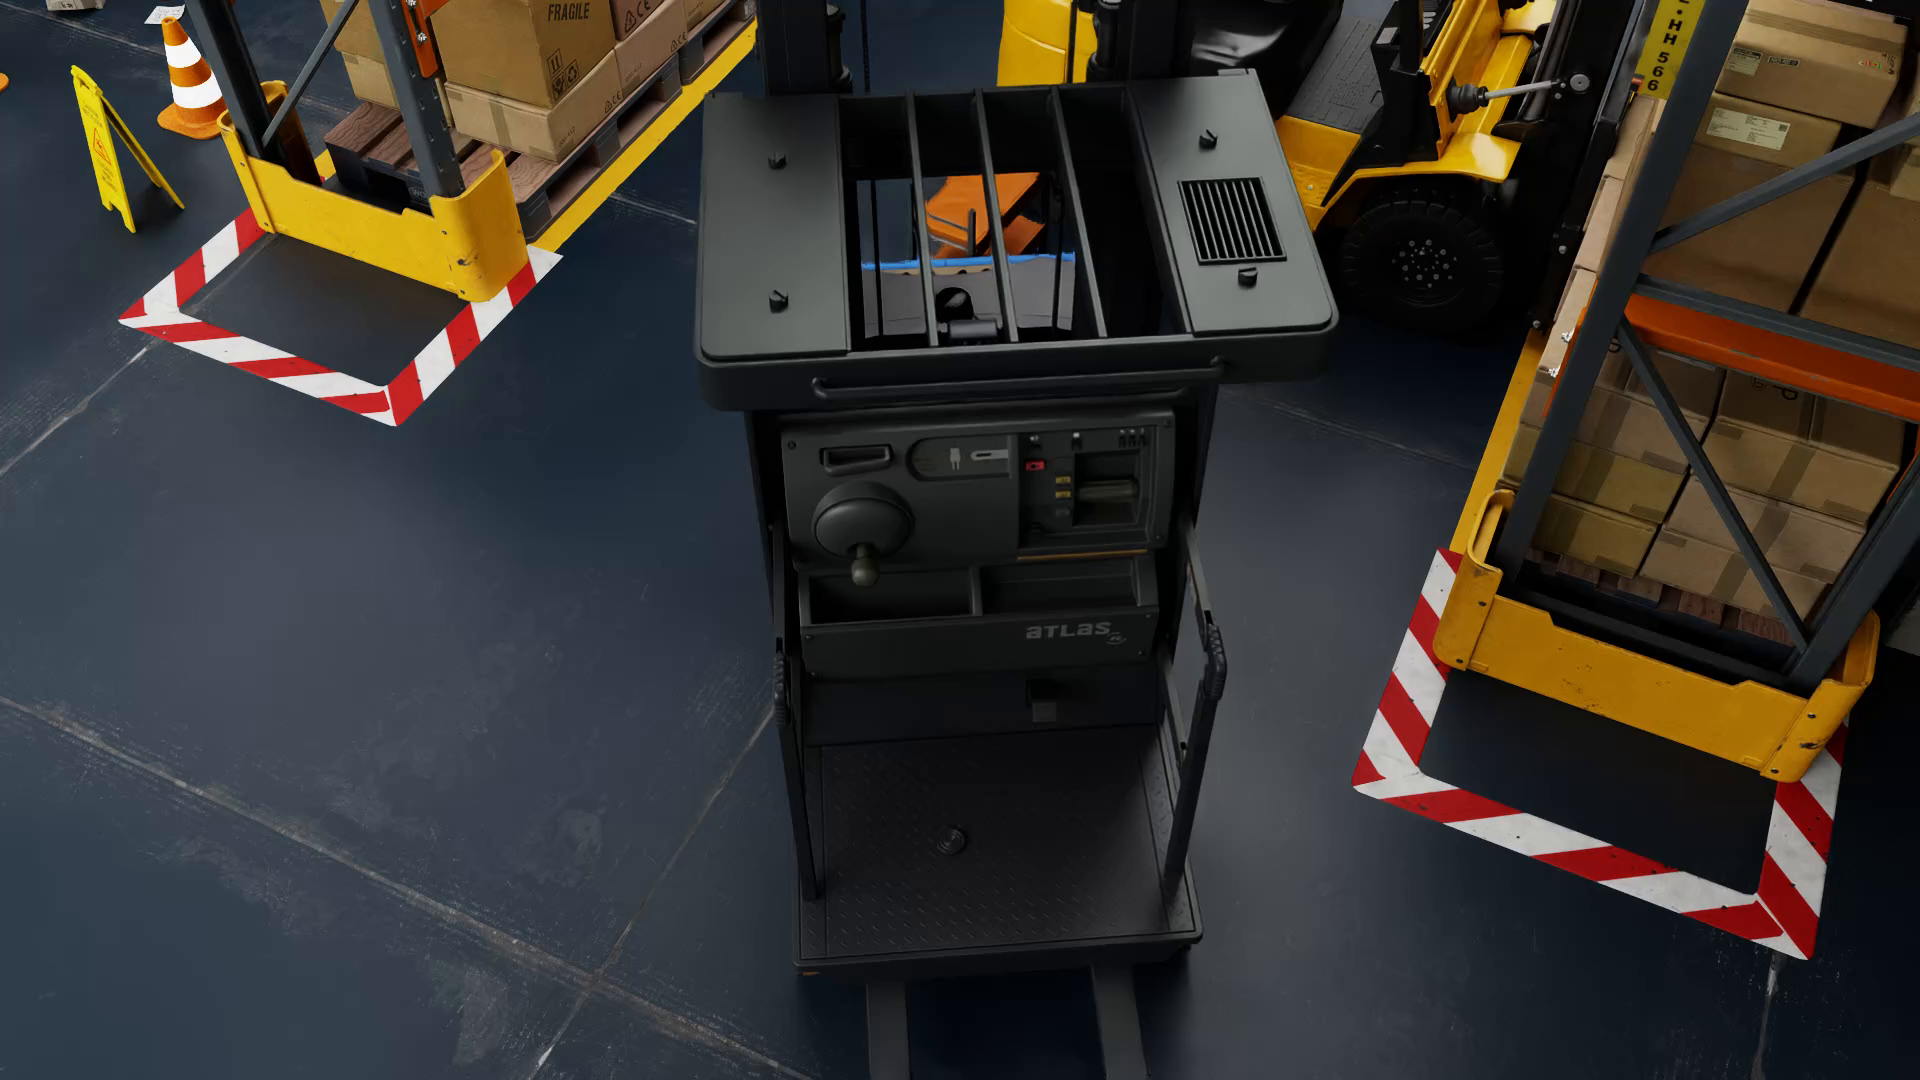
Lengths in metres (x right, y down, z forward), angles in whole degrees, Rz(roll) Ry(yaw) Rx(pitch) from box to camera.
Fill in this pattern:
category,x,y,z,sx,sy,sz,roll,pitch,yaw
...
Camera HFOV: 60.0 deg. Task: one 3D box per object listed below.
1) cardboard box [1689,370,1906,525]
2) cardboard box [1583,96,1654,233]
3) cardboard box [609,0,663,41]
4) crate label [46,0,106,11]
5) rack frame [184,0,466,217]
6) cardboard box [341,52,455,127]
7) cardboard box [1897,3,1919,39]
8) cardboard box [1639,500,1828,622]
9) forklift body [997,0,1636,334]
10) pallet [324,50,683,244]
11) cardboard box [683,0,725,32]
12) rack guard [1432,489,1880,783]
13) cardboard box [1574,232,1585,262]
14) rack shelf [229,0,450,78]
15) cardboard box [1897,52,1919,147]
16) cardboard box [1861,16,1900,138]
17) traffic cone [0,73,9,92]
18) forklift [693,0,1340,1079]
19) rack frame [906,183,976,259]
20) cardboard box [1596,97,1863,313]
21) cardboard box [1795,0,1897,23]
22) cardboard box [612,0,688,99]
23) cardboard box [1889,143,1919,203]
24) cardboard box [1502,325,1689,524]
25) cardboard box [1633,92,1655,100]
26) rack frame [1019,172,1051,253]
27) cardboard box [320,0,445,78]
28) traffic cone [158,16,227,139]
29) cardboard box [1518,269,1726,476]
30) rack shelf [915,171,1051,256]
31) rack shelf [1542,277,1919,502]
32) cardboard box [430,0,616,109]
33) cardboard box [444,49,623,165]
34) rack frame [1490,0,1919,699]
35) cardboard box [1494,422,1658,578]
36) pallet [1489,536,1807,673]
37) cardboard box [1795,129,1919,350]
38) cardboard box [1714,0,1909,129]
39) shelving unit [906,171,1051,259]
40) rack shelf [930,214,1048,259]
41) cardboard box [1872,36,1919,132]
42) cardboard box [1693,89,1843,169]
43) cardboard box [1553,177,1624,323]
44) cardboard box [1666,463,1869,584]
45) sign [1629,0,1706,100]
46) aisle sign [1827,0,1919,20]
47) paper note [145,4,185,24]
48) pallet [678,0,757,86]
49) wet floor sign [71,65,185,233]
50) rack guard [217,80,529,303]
category,x,y,z,sx,sy,sz,roll,pitch,yaw
cardboard box,2.514,-0.371,4.970,0.500,0.250,0.500,19,52,16
cardboard box,2.471,-1.225,5.696,0.500,0.250,0.500,20,53,17
cardboard box,-1.529,-2.477,6.925,0.500,0.500,0.500,18,52,15
crate label,-4.204,-2.622,7.891,0.250,0.136,0.298,-4,50,-3
rack frame,-2.352,-2.145,5.606,1.000,3.000,0.127,20,52,16
cardboard box,-2.240,-2.051,7.055,0.500,0.250,0.500,20,52,16
cardboard box,2.679,-1.288,4.385,0.380,0.149,0.250,19,52,15
cardboard box,2.524,-0.053,5.355,0.500,0.250,0.500,20,52,16
forklift body,1.298,-2.157,6.173,2.313,2.155,1.214,20,52,16
pallet,-1.941,-1.842,7.179,1.003,0.211,1.213,20,52,16
cardboard box,-1.311,-2.585,7.510,0.500,0.250,0.500,23,53,18
rack guard,2.127,0.294,5.172,1.175,0.500,0.348,20,52,16
cardboard box,2.488,-1.081,5.902,0.500,0.250,0.500,19,52,15
rack shelf,-1.498,-3.289,7.052,1.077,0.370,4.000,20,52,16
cardboard box,2.474,-1.034,3.973,0.380,0.149,0.250,19,52,15
cardboard box,2.802,-1.182,4.721,0.500,0.500,0.500,21,53,17
traffic cone,-4.484,-2.166,7.289,0.336,0.463,0.334,20,52,16
forklift,0.068,0.001,3.825,1.130,2.935,3.031,-3,50,-3
rack frame,-0.060,-0.655,5.520,0.240,1.200,0.015,24,54,19
cardboard box,2.110,-0.990,4.557,0.500,0.500,0.500,19,52,15
cardboard box,2.177,-1.367,4.257,0.380,0.149,0.250,20,52,16
cardboard box,-1.533,-2.205,7.186,0.500,0.250,0.500,22,53,17
cardboard box,2.517,-0.925,4.076,0.380,0.149,0.250,19,52,15
cardboard box,2.062,-0.377,5.303,0.500,0.250,0.500,19,52,16
cardboard box,2.695,-1.571,5.991,0.500,0.250,0.500,19,52,15
rack frame,0.190,-0.975,5.792,0.240,1.200,0.015,24,54,19
cardboard box,-2.246,-2.270,6.749,0.500,0.500,0.500,20,53,16
traffic cone,-3.335,-2.039,7.181,0.336,0.463,0.334,20,52,16
cardboard box,2.052,-0.521,5.097,0.500,0.250,0.500,21,53,17
rack shelf,0.065,-1.070,5.357,0.258,0.148,0.480,24,54,19
rack shelf,2.992,-1.677,5.680,1.077,0.370,4.000,20,52,16
cardboard box,-1.748,-2.116,6.618,0.500,0.500,0.500,18,52,15
cardboard box,-1.758,-1.856,6.889,0.500,0.250,0.500,19,52,16
rack frame,2.137,-0.533,4.234,1.000,3.000,0.127,20,52,16
cardboard box,2.052,-0.204,5.484,0.500,0.250,0.500,20,53,16
pallet,2.426,-0.170,5.756,1.003,0.211,1.213,20,52,16
cardboard box,2.600,-0.816,4.409,0.500,0.500,0.500,21,53,17
cardboard box,2.100,-1.187,4.104,0.380,0.149,0.250,20,52,16
shelving unit,0.065,-0.815,5.656,0.258,1.200,0.503,24,54,19
rack shelf,0.065,-0.917,5.537,0.258,0.148,0.480,24,54,19
cardboard box,2.564,-1.115,4.238,0.380,0.149,0.250,20,52,16
cardboard box,2.032,-1.105,4.230,0.380,0.149,0.250,21,53,17
cardboard box,2.265,-0.874,5.397,0.500,0.250,0.500,21,53,17
cardboard box,2.526,-0.196,5.149,0.500,0.250,0.500,21,53,17
sign,1.652,-1.171,3.861,0.100,0.325,0.005,20,52,16
aisle sign,1.843,-1.426,3.287,0.394,0.787,0.004,20,52,16
paper note,-3.748,-2.482,7.842,0.148,0.019,0.142,4,50,3
pallet,-1.418,-2.679,7.891,1.003,0.211,1.213,20,52,16
wet floor sign,-3.401,-1.600,6.688,0.232,0.644,0.267,-37,59,-27
rack guard,-2.320,-1.388,6.603,1.175,0.500,0.348,20,52,16
